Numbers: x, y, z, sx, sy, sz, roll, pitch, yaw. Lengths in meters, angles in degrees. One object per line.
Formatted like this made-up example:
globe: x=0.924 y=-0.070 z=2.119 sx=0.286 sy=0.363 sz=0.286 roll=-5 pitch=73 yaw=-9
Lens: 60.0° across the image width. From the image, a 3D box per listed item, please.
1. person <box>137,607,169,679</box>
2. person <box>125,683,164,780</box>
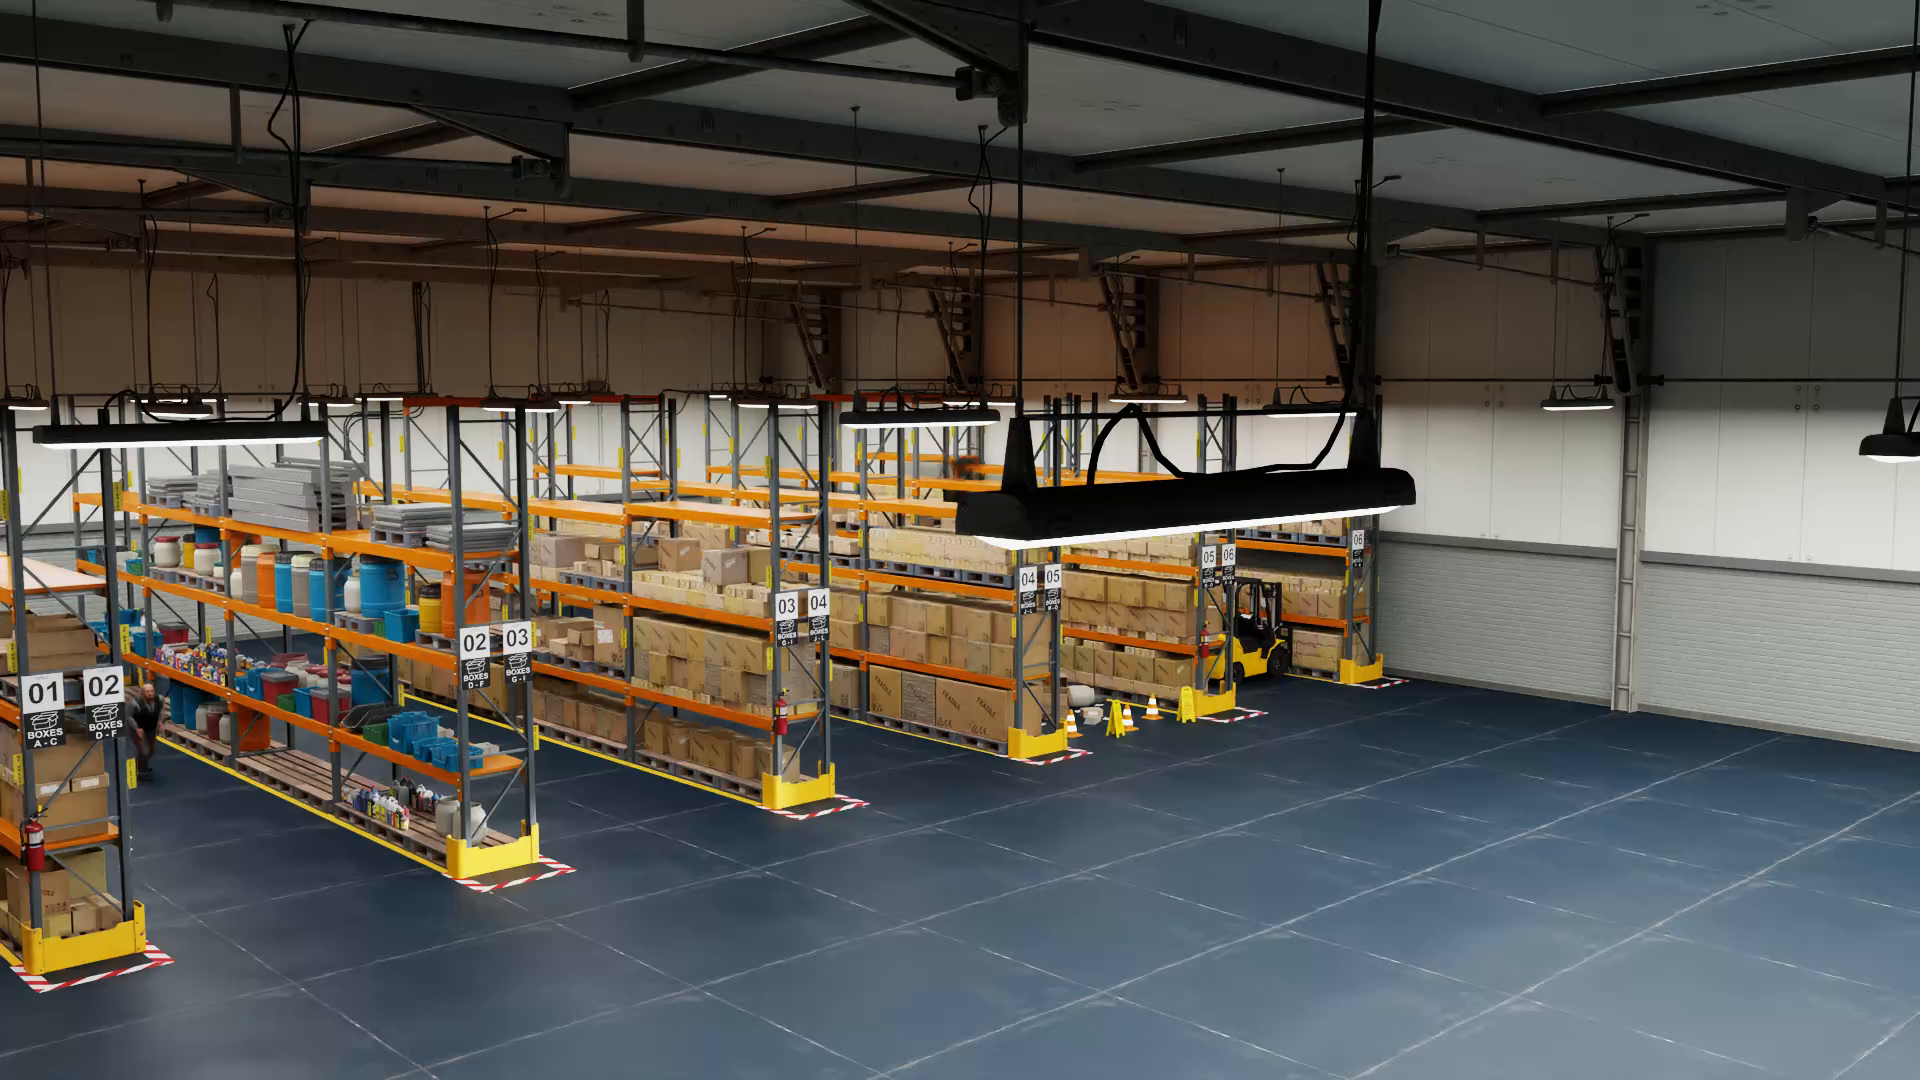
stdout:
person: x=-17.046 y=2.185 z=34.909 sx=0.746 sy=1.662 sz=0.698 roll=-1 pitch=6 yaw=-13
person: x=-12.925 y=3.006 z=26.317 sx=0.845 sy=1.583 sz=0.696 roll=3 pitch=6 yaw=25
